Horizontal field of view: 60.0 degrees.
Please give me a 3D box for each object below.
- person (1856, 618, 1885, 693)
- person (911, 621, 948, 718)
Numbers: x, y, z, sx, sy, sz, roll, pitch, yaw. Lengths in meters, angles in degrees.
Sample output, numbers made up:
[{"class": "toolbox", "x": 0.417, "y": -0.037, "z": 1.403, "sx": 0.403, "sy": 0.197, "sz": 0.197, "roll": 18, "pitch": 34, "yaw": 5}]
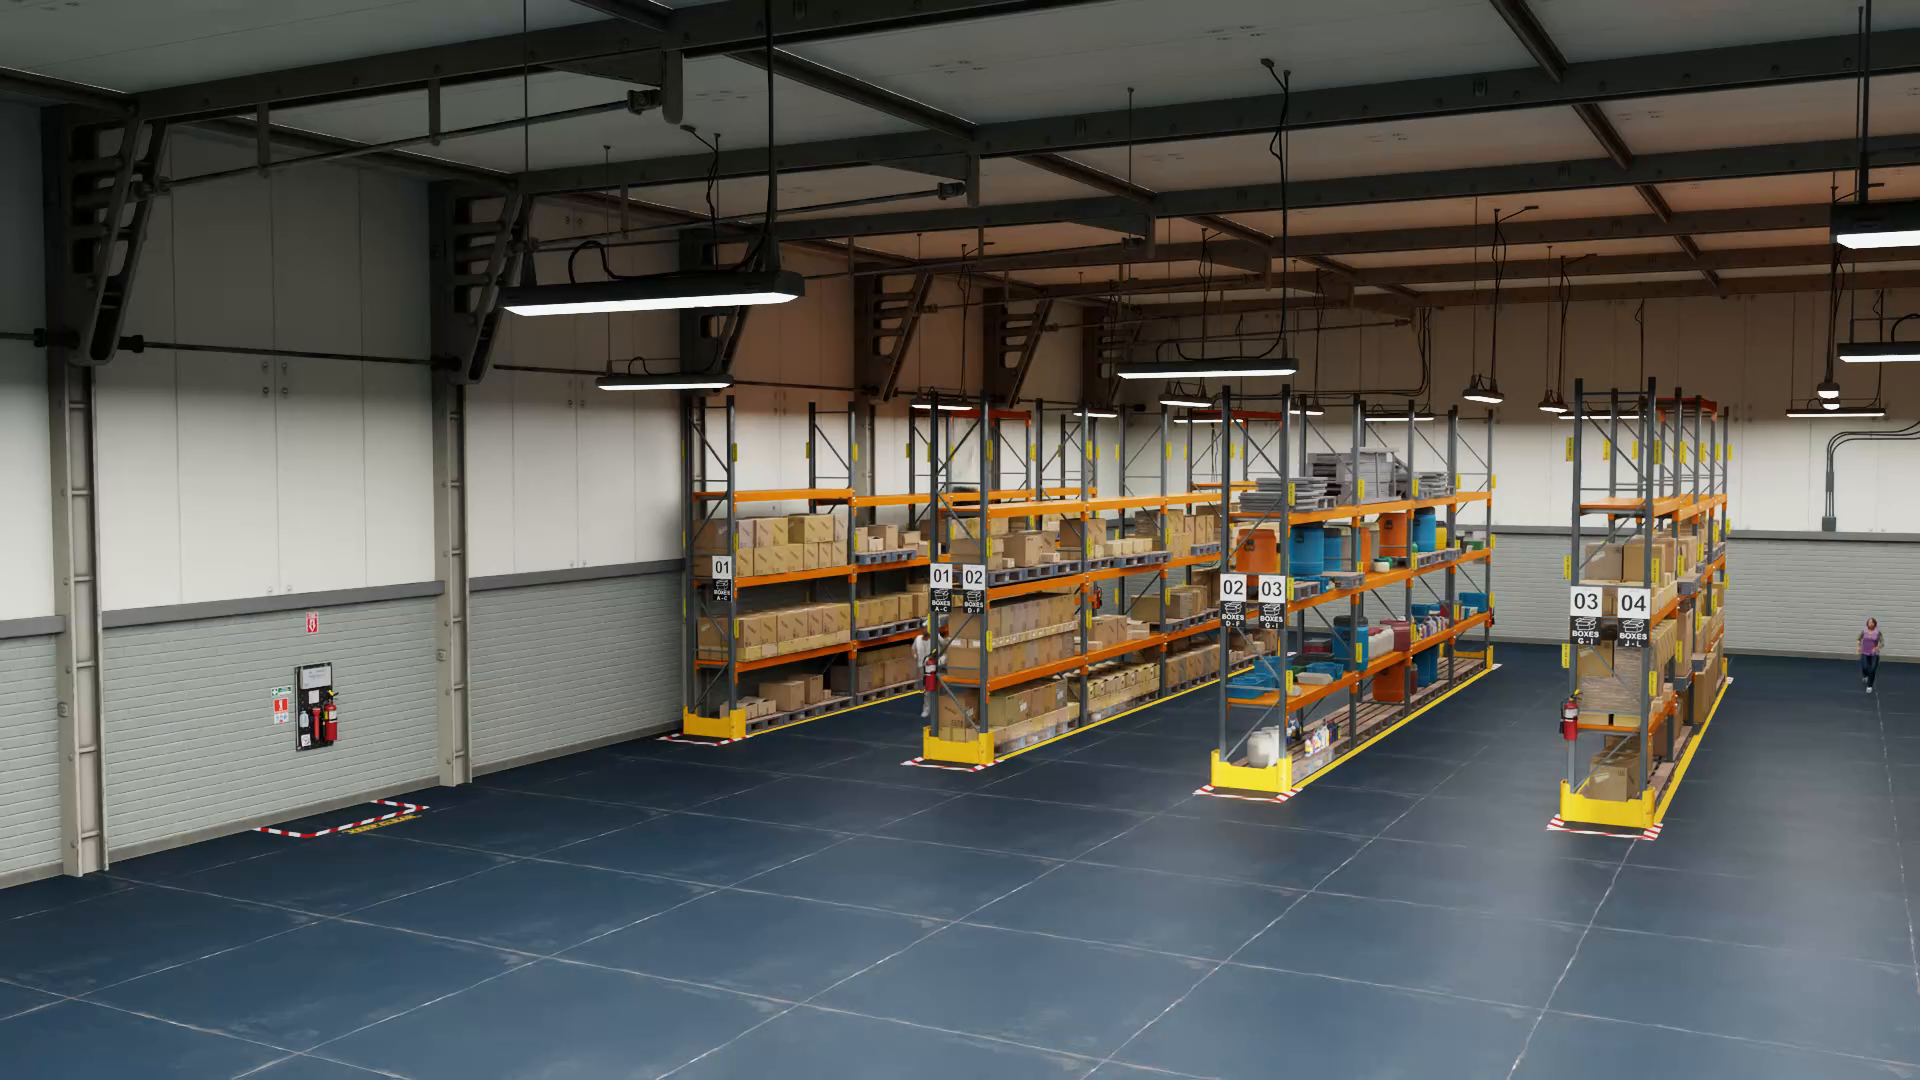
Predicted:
[{"class": "person", "x": 19.004, "y": 2.407, "z": 34.739, "sx": 0.541, "sy": 1.568, "sz": 0.538, "roll": 2, "pitch": 4, "yaw": 31}, {"class": "person", "x": -0.591, "y": 2.437, "z": 31.746, "sx": 0.693, "sy": 1.790, "sz": 0.995, "roll": 1, "pitch": 3, "yaw": 19}]
